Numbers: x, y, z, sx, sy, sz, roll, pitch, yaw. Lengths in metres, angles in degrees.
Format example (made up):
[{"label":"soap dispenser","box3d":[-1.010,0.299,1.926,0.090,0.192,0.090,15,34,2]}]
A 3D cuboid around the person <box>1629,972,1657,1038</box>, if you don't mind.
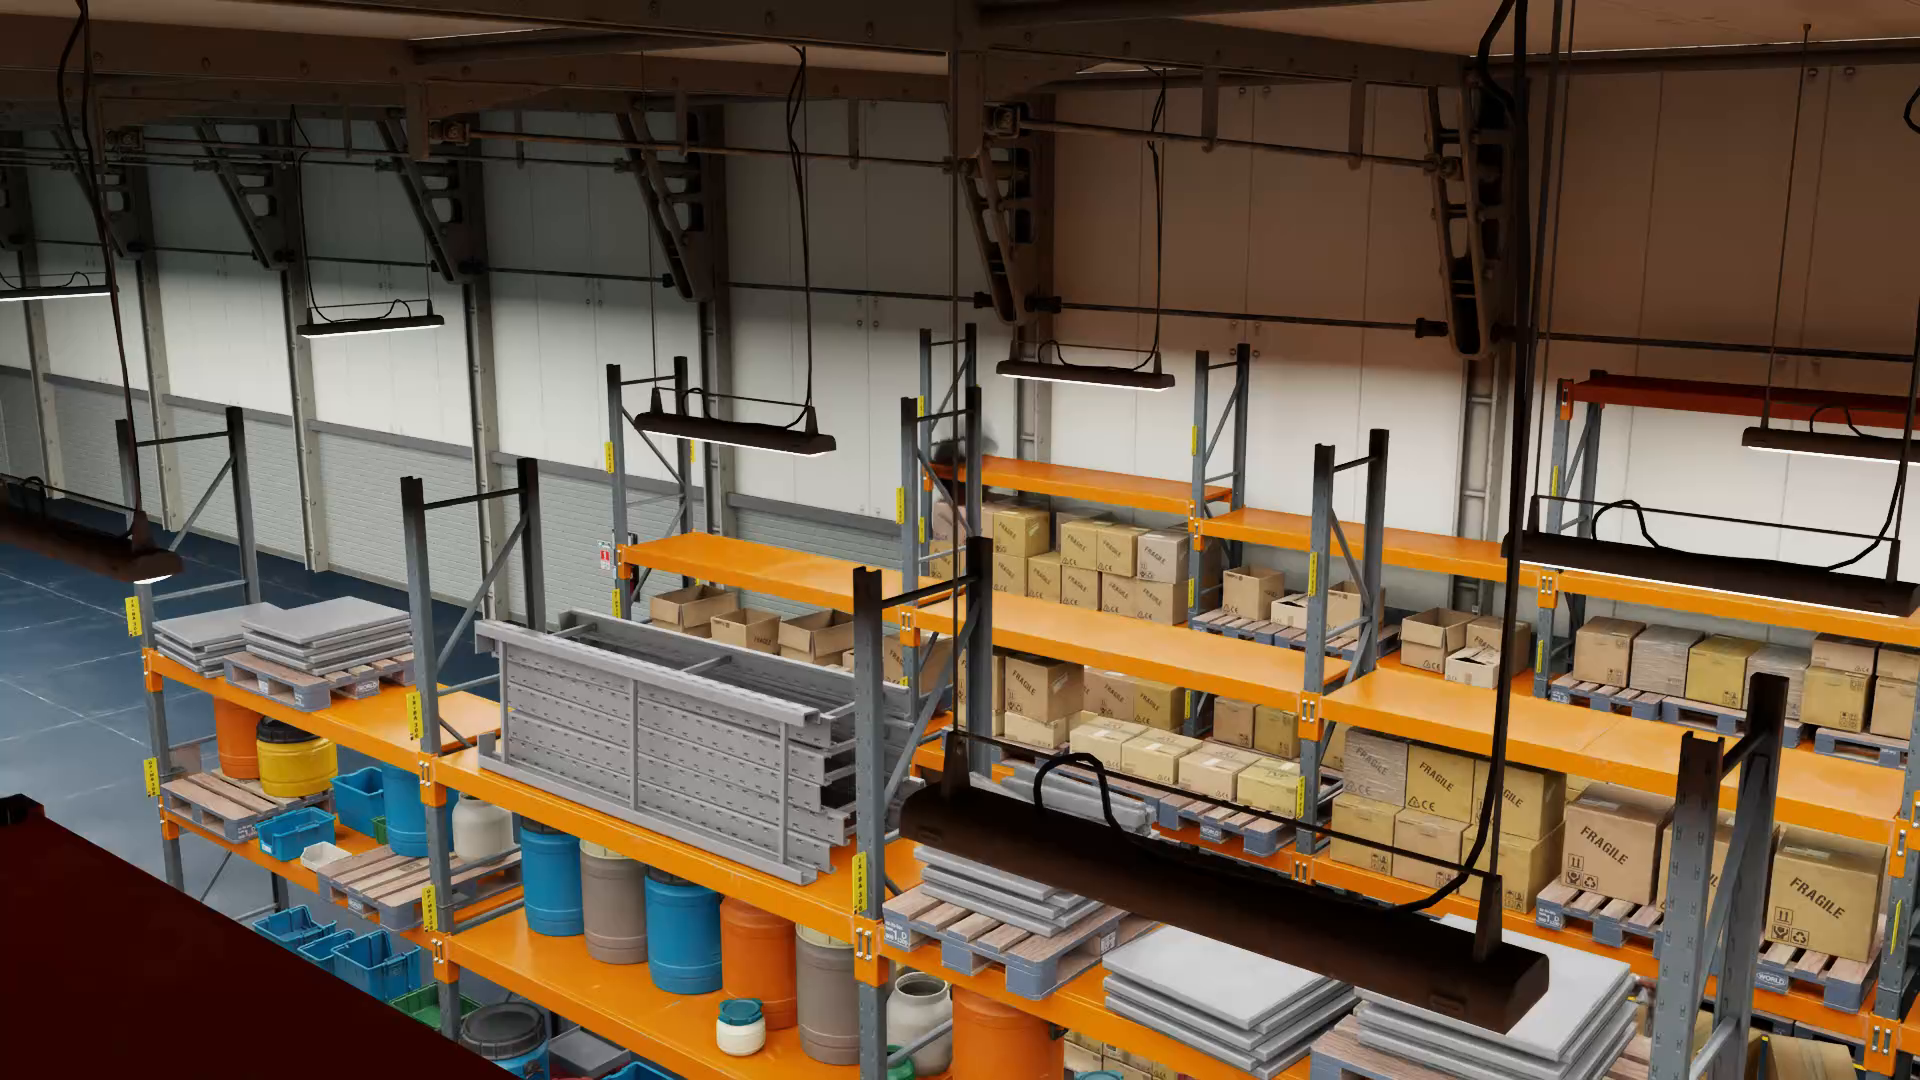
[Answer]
[{"label":"person","box3d":[6.069,4.005,14.503,0.683,1.780,0.656,7,14,27]}]
